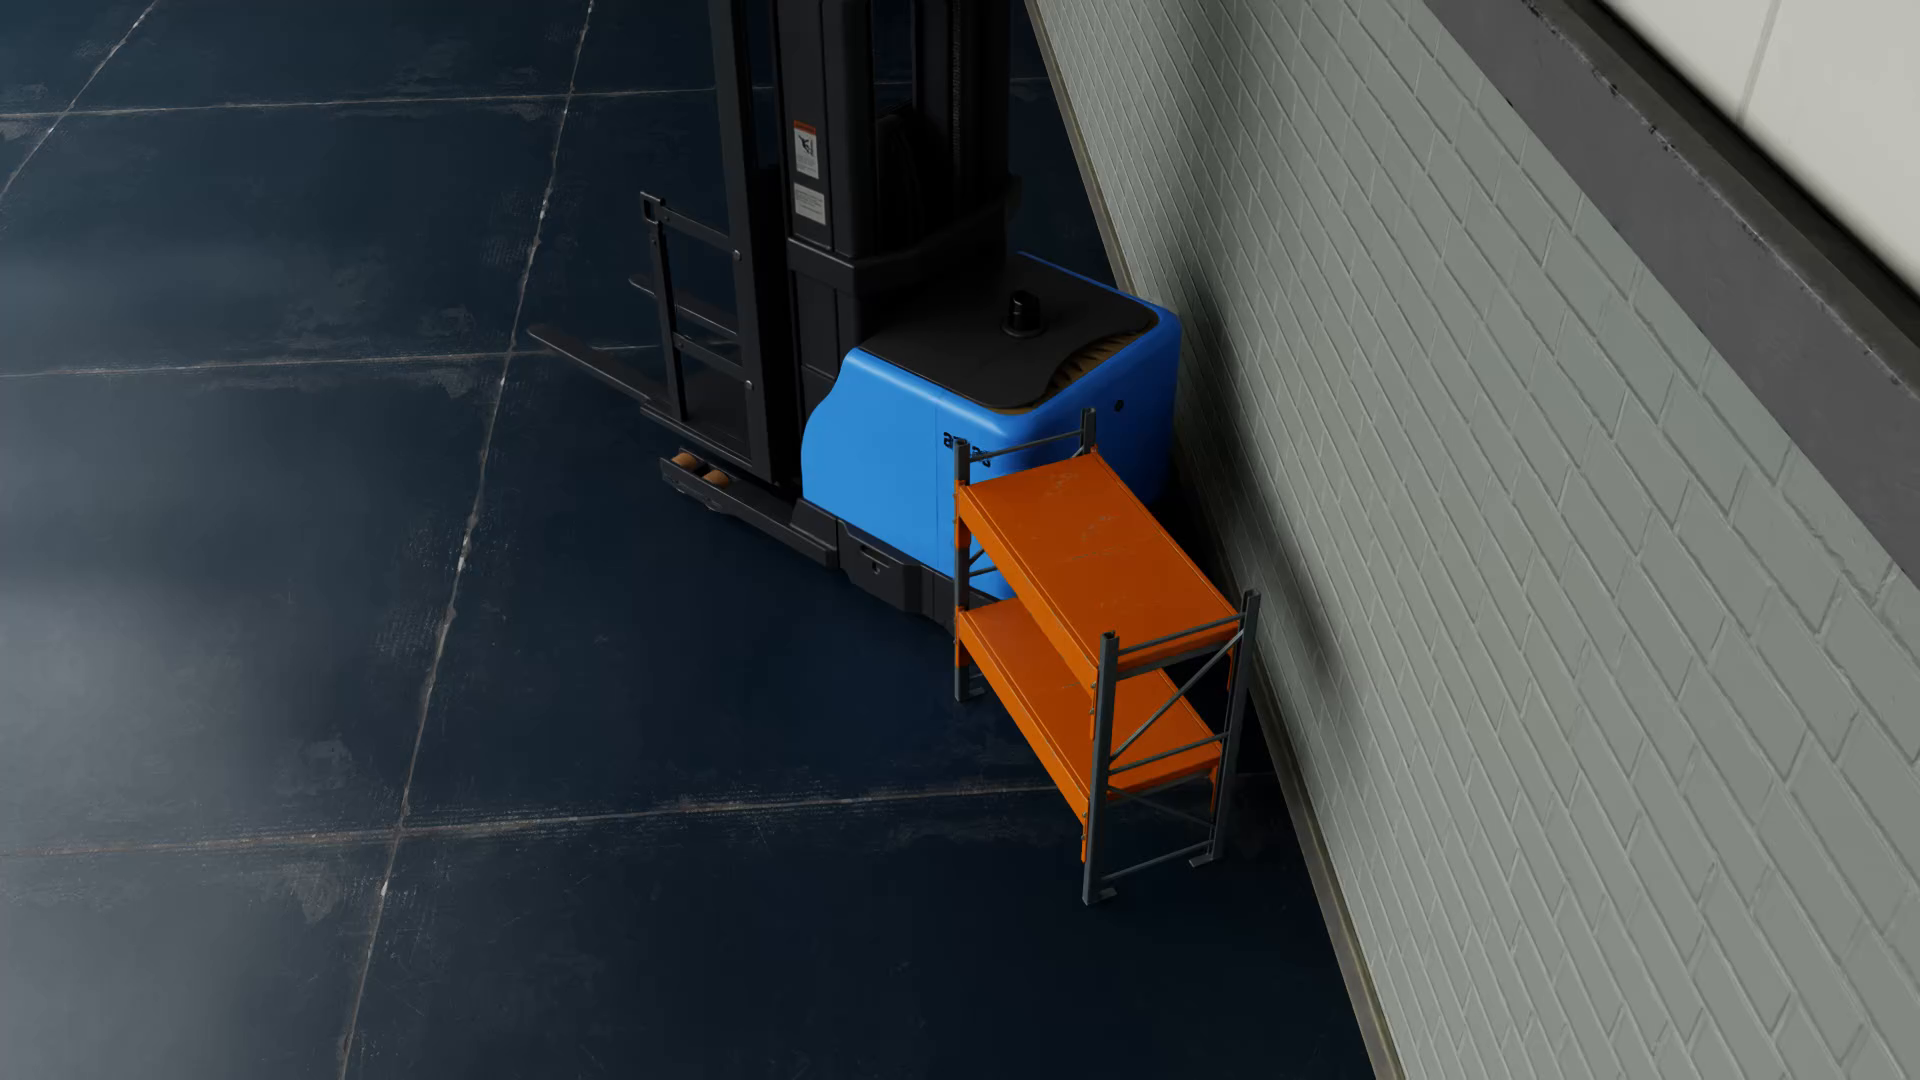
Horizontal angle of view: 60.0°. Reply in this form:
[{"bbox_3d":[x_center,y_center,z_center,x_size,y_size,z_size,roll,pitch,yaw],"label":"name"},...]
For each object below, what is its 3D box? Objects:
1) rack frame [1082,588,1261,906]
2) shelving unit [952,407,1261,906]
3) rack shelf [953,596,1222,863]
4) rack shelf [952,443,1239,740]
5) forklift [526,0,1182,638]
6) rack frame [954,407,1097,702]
[{"bbox_3d":[0.625,0.649,5.020,0.500,1.125,0.032,-15,41,-18],"label":"rack frame"},{"bbox_3d":[0.420,0.360,5.385,0.538,1.125,1.048,-15,41,-18],"label":"shelving unit"},{"bbox_3d":[0.420,0.552,5.537,0.538,0.278,1.000,-15,41,-18],"label":"rack shelf"},{"bbox_3d":[0.420,0.131,5.204,0.538,0.278,1.000,-15,41,-18],"label":"rack shelf"},{"bbox_3d":[-0.621,-1.493,6.276,3.031,2.935,1.130,28,46,31],"label":"forklift"},{"bbox_3d":[0.216,0.072,5.750,0.500,1.125,0.032,-15,41,-18],"label":"rack frame"}]
